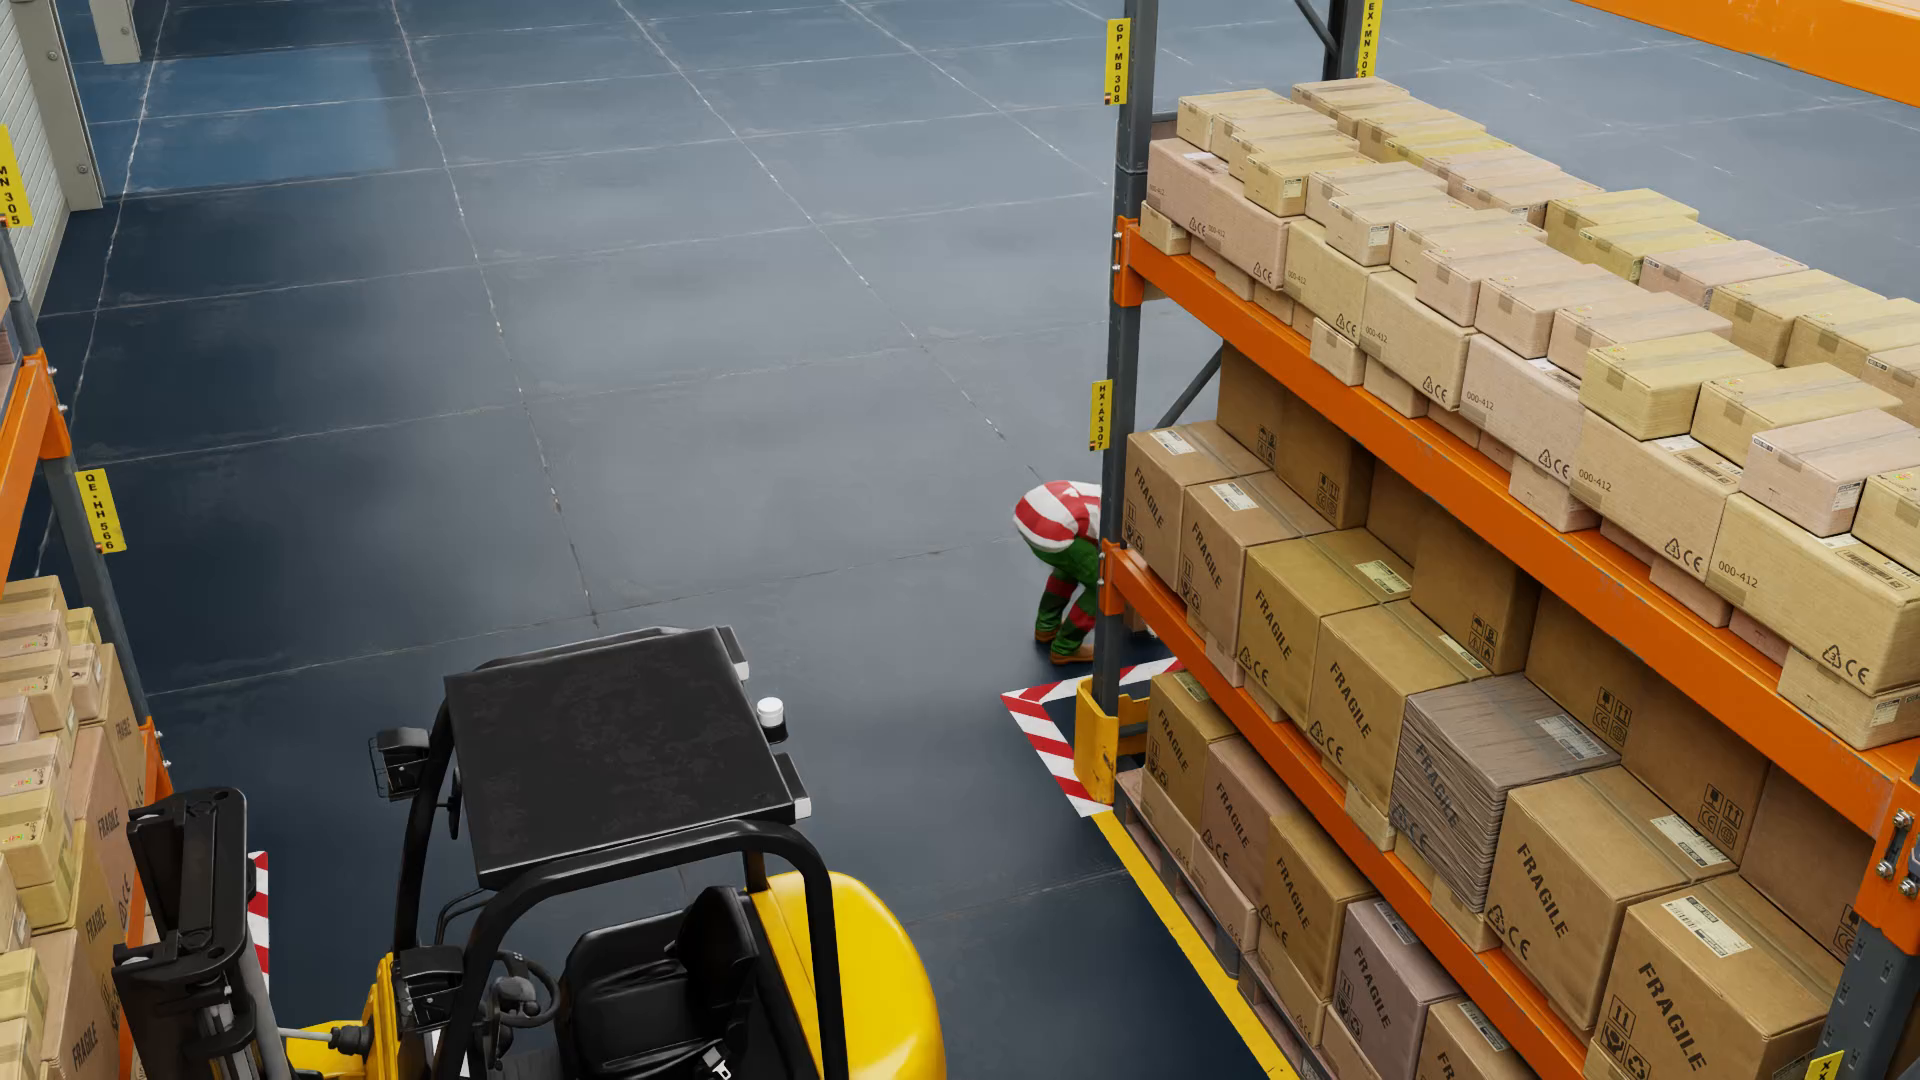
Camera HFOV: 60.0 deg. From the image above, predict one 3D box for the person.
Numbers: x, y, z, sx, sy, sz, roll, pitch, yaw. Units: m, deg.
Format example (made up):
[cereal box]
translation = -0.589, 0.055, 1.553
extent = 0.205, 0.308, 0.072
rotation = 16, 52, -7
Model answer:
[person]
translation = 0.747, 0.115, 8.918
extent = 0.950, 0.997, 0.528
rotation = -12, 32, -20
